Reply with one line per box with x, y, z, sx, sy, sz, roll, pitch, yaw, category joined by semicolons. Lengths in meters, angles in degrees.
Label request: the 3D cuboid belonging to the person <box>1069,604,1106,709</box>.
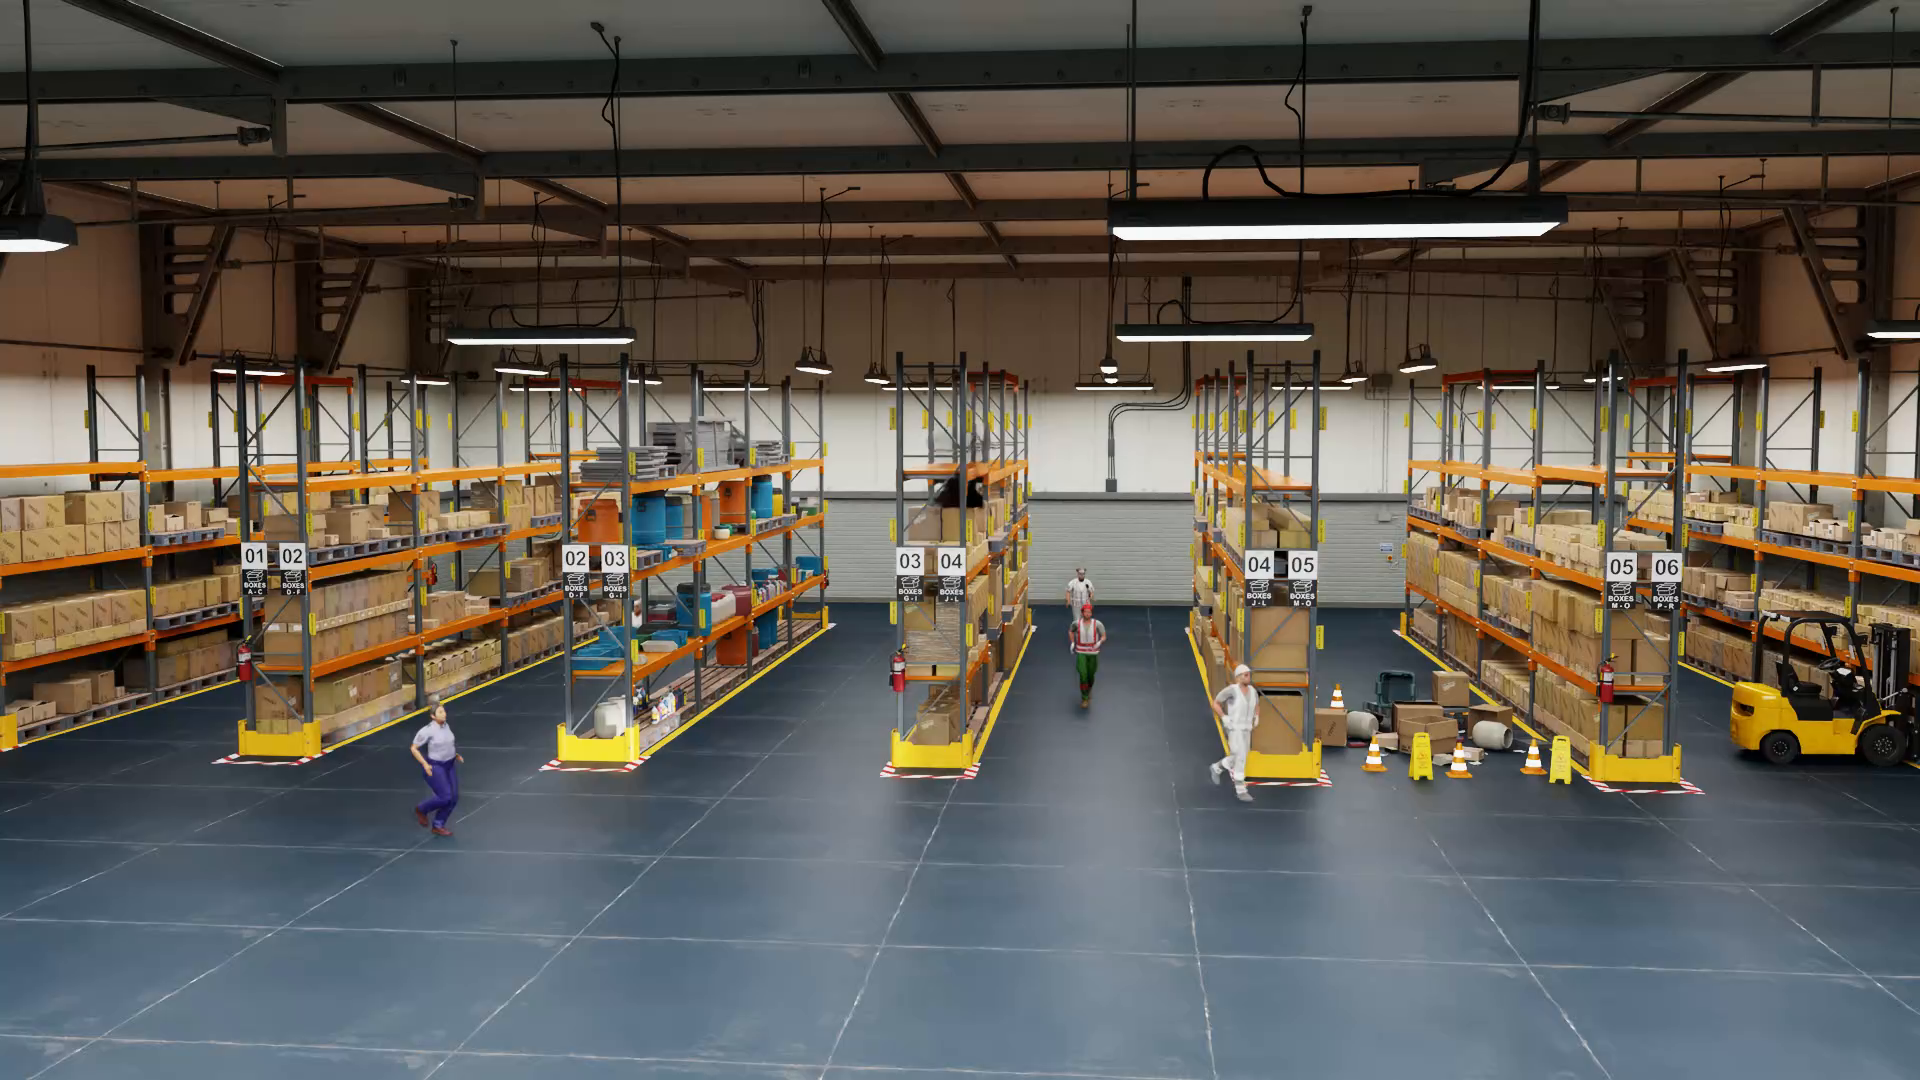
2.258;2.018;29.410;0.658;1.797;0.935;0;4;1;person

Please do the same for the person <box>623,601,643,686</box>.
-6.117;1.956;31.552;0.621;1.617;0.554;0;4;1;person

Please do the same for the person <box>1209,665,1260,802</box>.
3.729;2.554;22.323;0.696;1.778;0.903;-3;5;-33;person

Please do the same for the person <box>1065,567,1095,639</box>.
2.724;1.473;37.583;0.653;1.721;0.631;0;4;-5;person

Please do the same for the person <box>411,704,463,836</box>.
-6.295;2.782;20.129;0.549;1.606;0.607;2;4;22;person
